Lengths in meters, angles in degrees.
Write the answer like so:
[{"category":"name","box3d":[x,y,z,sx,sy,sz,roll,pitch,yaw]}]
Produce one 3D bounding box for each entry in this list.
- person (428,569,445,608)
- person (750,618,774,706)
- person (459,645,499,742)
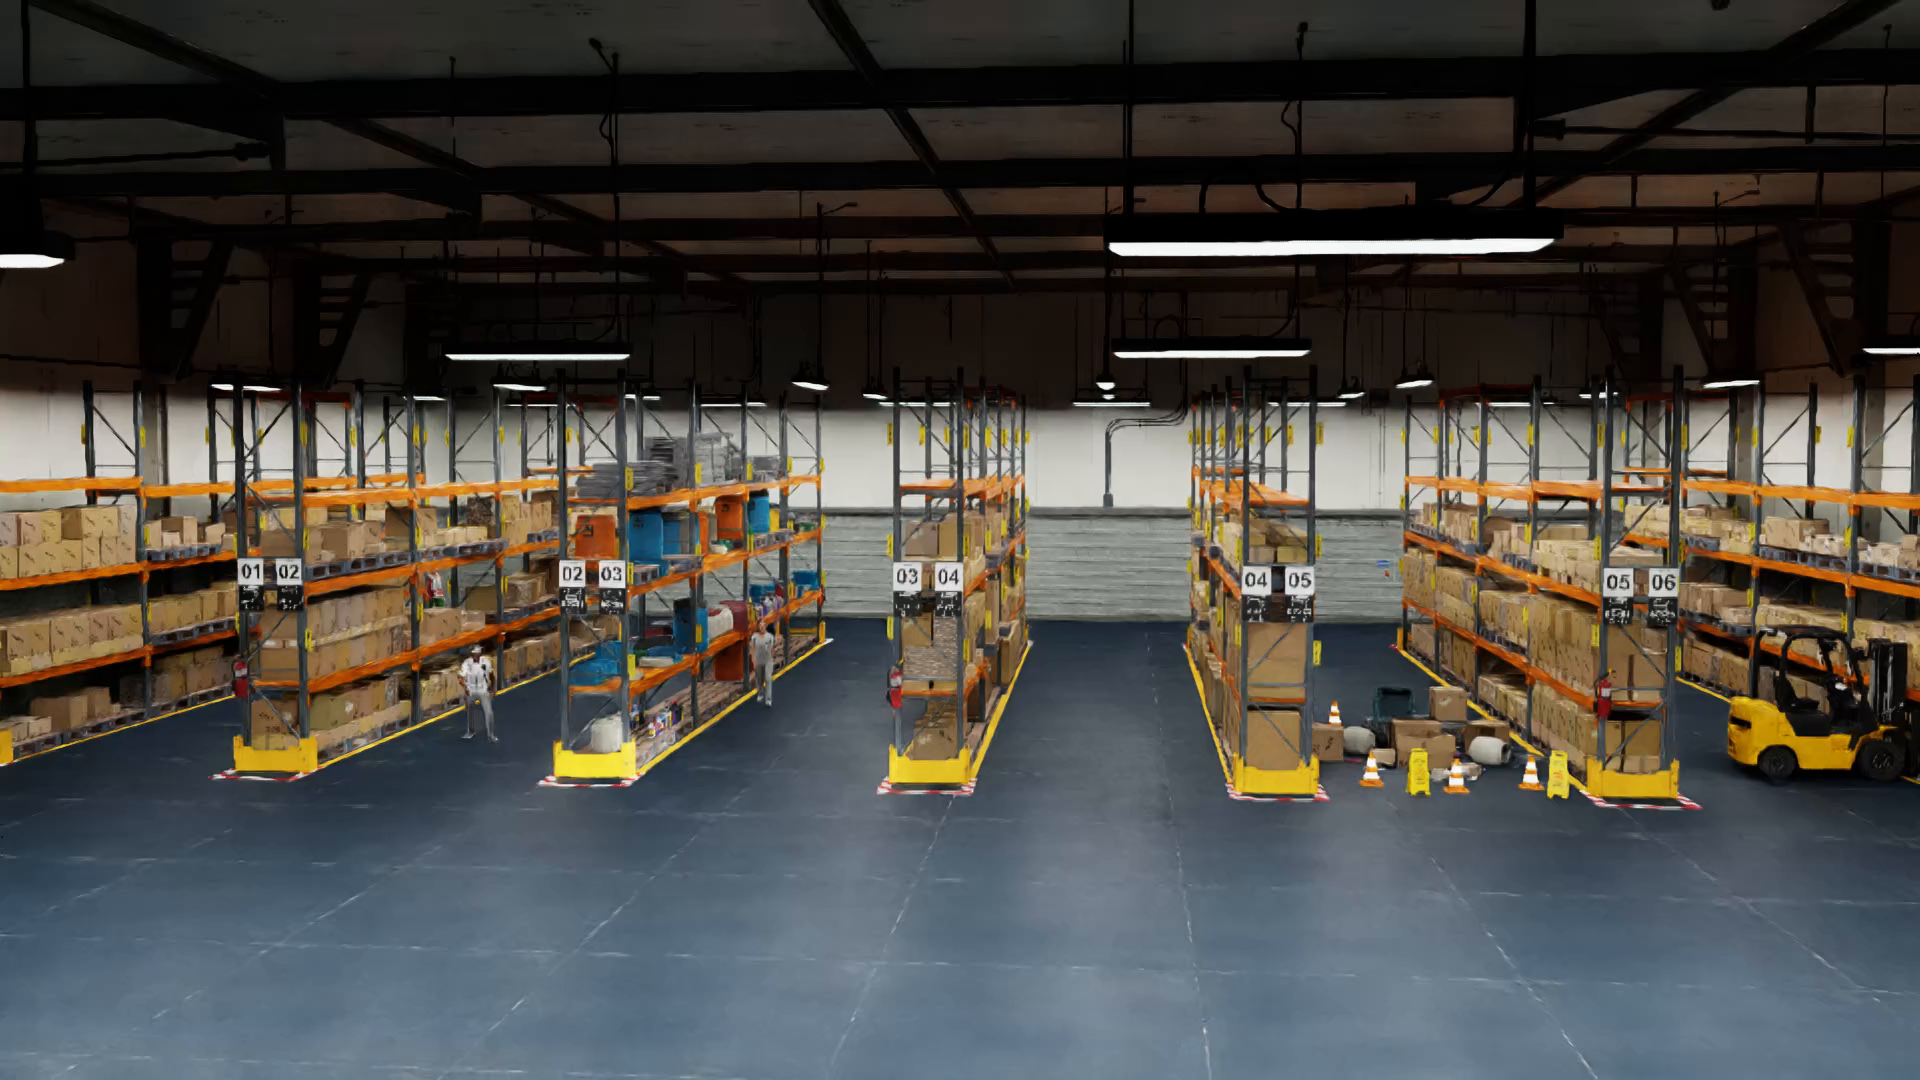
[{"category":"person","box3d":[-13.400,1.461,42.491,0.531,1.780,0.710,3,5,42]},{"category":"person","box3d":[-3.694,2.258,31.021,0.444,1.604,1.016,0,4,-3]},{"category":"person","box3d":[-7.908,2.493,27.350,0.626,1.610,0.804,-1,4,-12]}]
